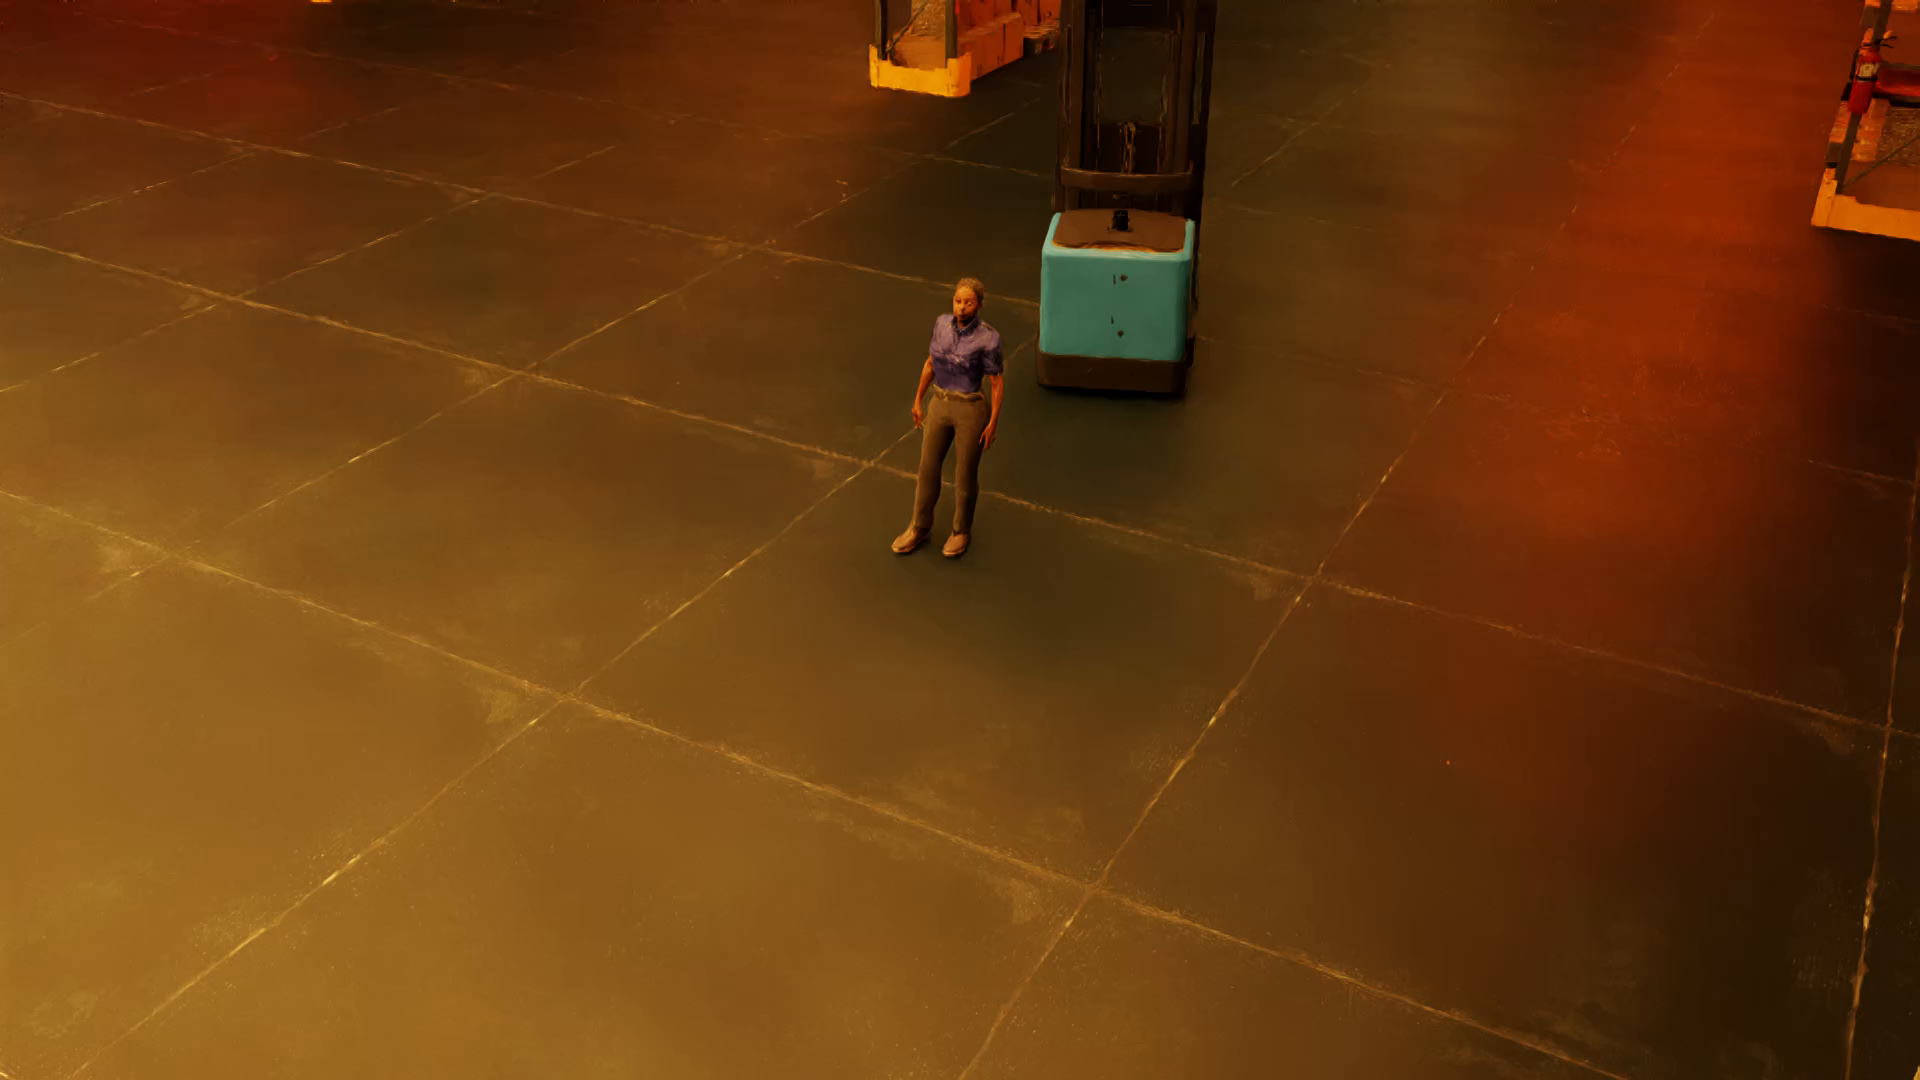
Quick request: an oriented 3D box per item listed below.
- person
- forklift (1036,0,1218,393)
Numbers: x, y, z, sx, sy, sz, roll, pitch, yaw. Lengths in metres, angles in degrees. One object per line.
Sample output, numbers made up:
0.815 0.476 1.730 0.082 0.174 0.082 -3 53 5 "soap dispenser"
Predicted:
-0.059 -0.689 9.527 0.570 1.654 0.503 15 33 25 "person"
1.284 -3.016 12.297 1.130 2.935 3.031 4 30 8 "forklift"
